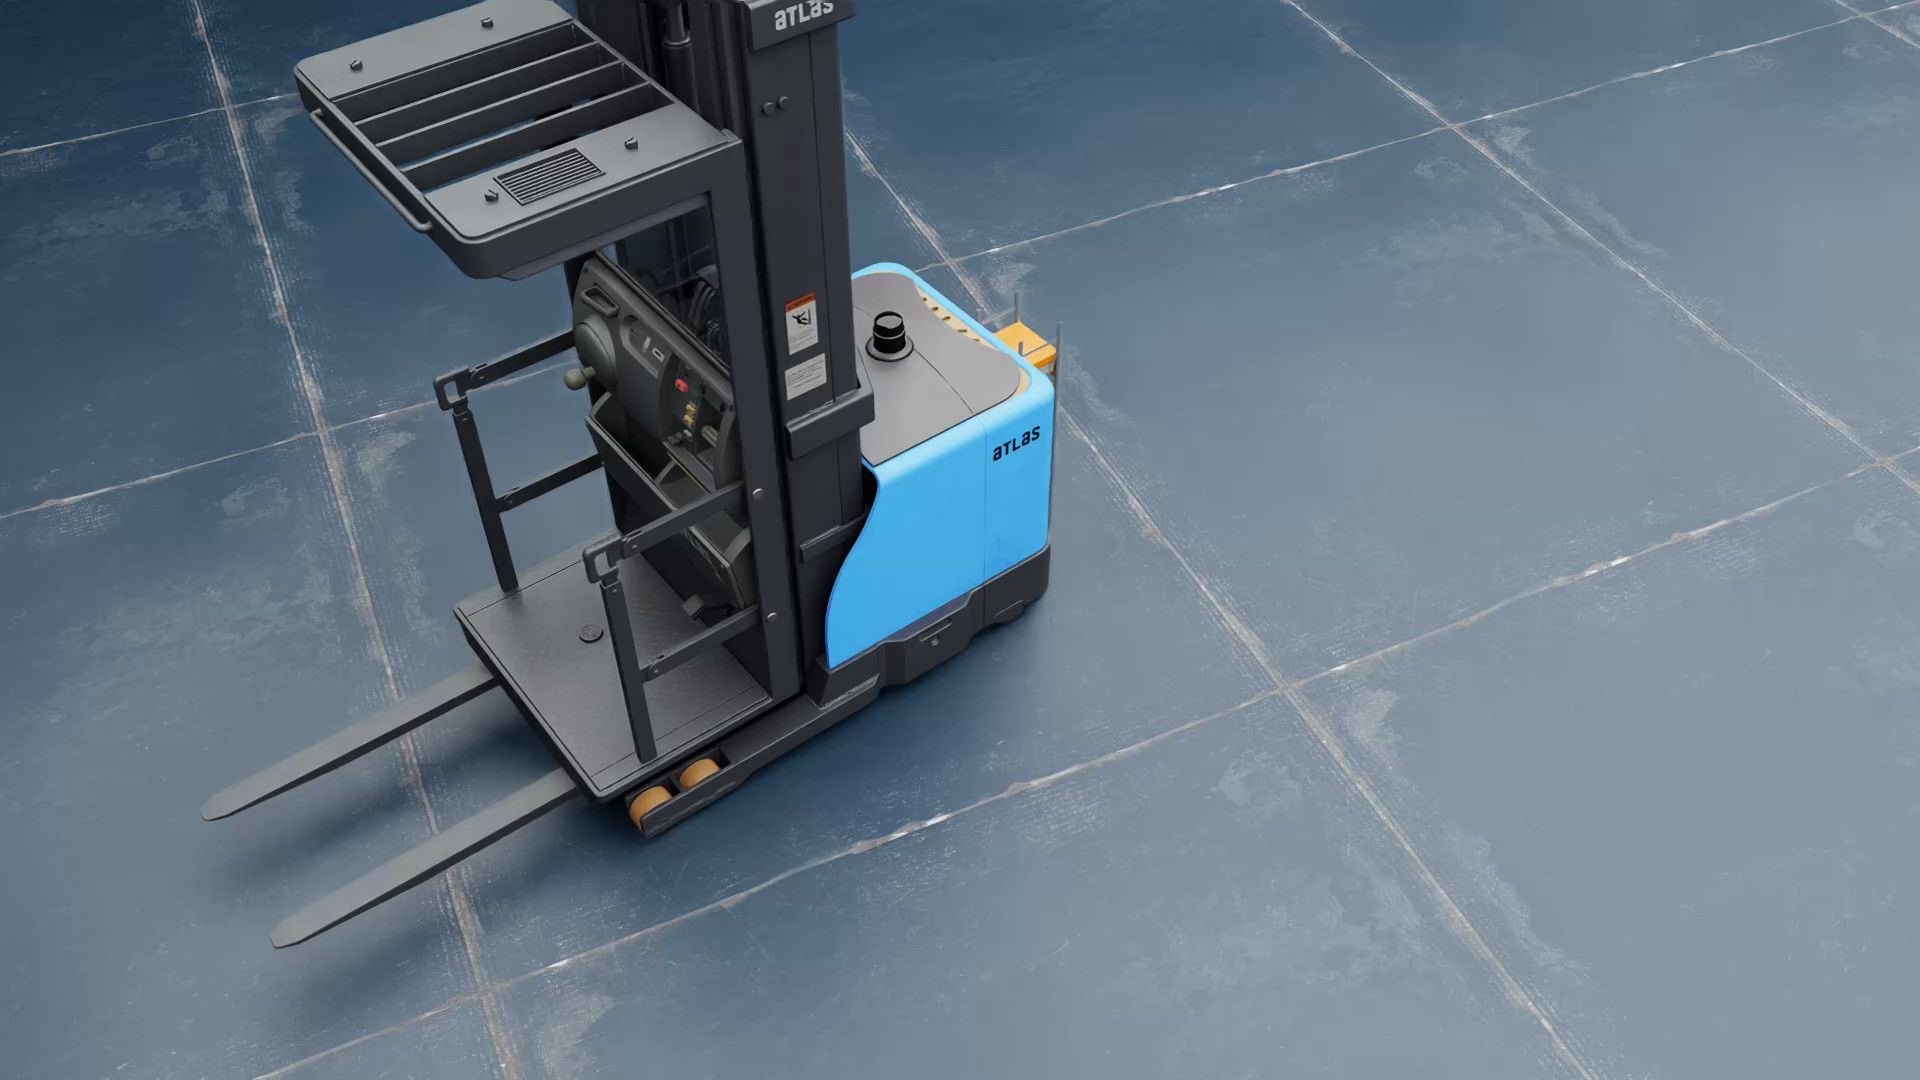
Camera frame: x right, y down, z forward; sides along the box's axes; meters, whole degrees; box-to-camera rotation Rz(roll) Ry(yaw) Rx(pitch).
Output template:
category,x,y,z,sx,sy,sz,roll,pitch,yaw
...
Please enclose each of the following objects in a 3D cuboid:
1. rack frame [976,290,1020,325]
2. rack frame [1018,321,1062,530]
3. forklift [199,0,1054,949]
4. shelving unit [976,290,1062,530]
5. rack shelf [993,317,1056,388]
category,x,y,z,sx,sy,sz,roll,pitch,yaw
rack frame,0.141,-0.514,6.523,0.200,1.050,0.008,-29,51,-26
rack frame,0.290,-0.378,6.386,0.200,1.050,0.008,-29,51,-26
forklift,-1.130,-0.456,5.125,3.031,2.935,1.130,-29,51,-26
shelving unit,0.216,-0.446,6.454,0.215,1.050,0.252,-29,51,-26
rack shelf,0.216,-0.641,6.263,0.215,0.259,0.240,-29,51,-26
